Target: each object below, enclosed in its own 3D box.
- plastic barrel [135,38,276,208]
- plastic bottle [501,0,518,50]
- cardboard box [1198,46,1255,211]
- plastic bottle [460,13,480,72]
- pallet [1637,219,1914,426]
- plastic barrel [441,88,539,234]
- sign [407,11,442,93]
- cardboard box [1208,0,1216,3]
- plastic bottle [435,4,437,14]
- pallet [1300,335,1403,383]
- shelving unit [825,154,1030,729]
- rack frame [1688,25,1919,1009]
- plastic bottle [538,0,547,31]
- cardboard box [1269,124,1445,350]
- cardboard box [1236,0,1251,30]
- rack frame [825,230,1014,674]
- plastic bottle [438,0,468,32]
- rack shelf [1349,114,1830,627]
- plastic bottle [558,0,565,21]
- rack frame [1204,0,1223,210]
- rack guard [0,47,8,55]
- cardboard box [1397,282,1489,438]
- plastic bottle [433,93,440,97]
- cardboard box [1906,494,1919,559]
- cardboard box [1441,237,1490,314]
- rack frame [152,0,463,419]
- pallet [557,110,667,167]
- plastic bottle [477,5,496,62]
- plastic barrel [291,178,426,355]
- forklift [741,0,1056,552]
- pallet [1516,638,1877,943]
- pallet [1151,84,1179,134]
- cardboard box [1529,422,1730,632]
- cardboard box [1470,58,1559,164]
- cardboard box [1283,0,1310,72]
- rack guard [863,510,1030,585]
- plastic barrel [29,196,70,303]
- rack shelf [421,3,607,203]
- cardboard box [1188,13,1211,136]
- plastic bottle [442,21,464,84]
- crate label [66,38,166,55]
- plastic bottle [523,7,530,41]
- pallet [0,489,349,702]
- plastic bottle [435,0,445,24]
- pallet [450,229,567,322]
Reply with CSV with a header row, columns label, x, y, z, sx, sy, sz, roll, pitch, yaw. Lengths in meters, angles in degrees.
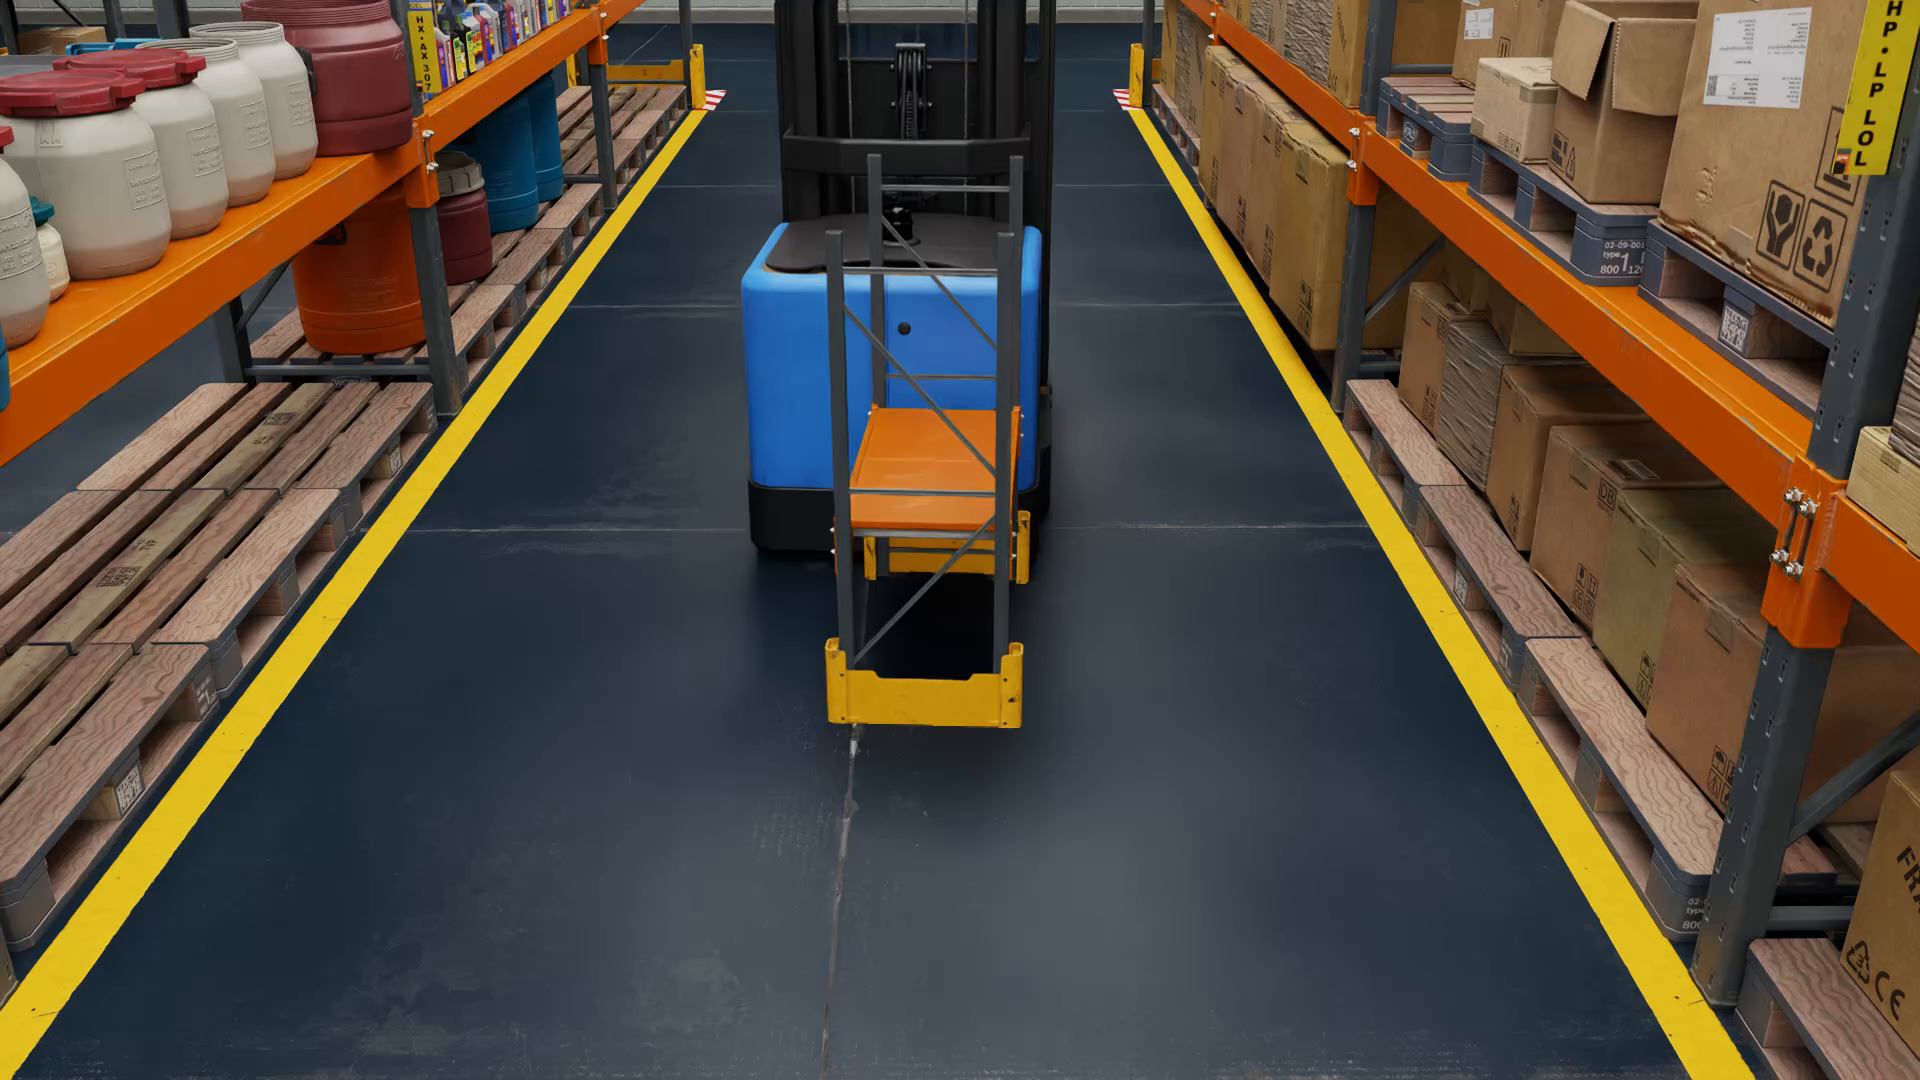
label,x,y,z,sx,sy,sz,roll,pitch,yaw
plastic barrel,-2.531,-1.389,5.546,0.421,0.512,0.421,0,24,0
plastic bottle,-2.415,-2.764,8.864,0.061,0.283,0.133,0,24,-1
cardboard box,2.175,-2.565,10.350,1.225,0.875,0.875,0,24,0
plastic bottle,-2.425,-2.444,8.171,0.097,0.271,0.097,0,24,0
pallet,2.373,-0.537,4.030,1.003,0.211,1.213,0,24,-1
plastic barrel,-2.808,-2.302,9.737,0.600,0.901,0.708,0,24,-1
sign,-2.211,-2.014,6.866,0.100,0.325,0.005,0,24,-1
cardboard box,1.818,-3.615,10.908,0.380,0.149,0.250,0,24,0
plastic bottle,-3.176,-3.183,9.799,0.152,0.276,0.135,0,24,-1
pallet,2.259,-1.012,8.231,1.003,0.211,1.213,0,24,-1
shelving unit,-0.077,-0.344,5.190,0.587,1.500,1.083,1,24,3
rack frame,2.236,-0.309,3.293,1.000,3.000,0.127,0,24,-1
plastic bottle,-2.465,-3.107,9.540,0.144,0.351,0.185,0,24,-1
cardboard box,2.205,-1.465,7.917,1.225,0.875,0.875,-1,24,-3
cardboard box,1.910,-3.253,9.681,0.500,0.500,0.500,0,24,0
rack frame,-0.108,-0.131,4.719,0.500,1.500,0.032,1,24,3
plastic bottle,-2.606,-2.673,8.580,0.144,0.351,0.185,0,24,-1
rack shelf,2.214,-0.805,5.263,1.077,0.370,4.000,0,24,-1
plastic bottle,-2.429,-3.274,9.990,0.061,0.283,0.133,0,24,-1
rack frame,2.148,-3.605,10.581,1.000,3.000,0.127,0,24,-1
rack guard,-7.800,-4.040,14.576,1.175,0.500,0.348,0,24,-1
cardboard box,2.219,-0.742,6.751,0.700,0.500,0.500,-2,24,-3
plastic bottle,-2.417,-2.112,7.521,0.097,0.201,0.097,0,24,0
cardboard box,1.927,-0.001,2.918,0.380,0.149,0.250,0,24,-1
cardboard box,2.229,-1.084,6.597,0.500,0.250,0.500,1,24,2
rack frame,-2.761,-1.935,6.888,1.000,3.000,0.127,0,24,-1
pallet,-2.867,-3.119,12.891,1.003,0.211,1.213,0,24,-1
plastic bottle,-2.429,-2.580,8.470,0.097,0.271,0.097,0,24,0
plastic barrel,-2.783,-1.339,7.694,0.600,0.830,0.708,0,24,-1
forklift,-0.157,-1.847,6.777,1.130,2.935,3.031,1,24,3
pallet,2.226,0.641,4.577,1.003,0.211,1.213,0,24,-1
pallet,2.192,-3.654,14.073,1.003,0.211,1.213,0,24,-1
cardboard box,2.258,-0.051,5.221,0.700,0.500,0.500,-2,24,-5
cardboard box,1.980,-1.388,5.352,0.500,0.250,0.500,-1,24,-2
cardboard box,1.930,-2.624,8.291,0.500,0.500,0.500,-1,24,-2
rack guard,-0.047,0.021,5.900,0.587,0.250,0.087,1,24,3
plastic barrel,-2.578,-0.770,4.479,0.301,0.262,0.301,0,24,0
rack shelf,-2.782,-2.431,8.858,1.077,0.370,4.000,0,24,-1
cardboard box,2.211,-3.472,12.355,0.875,0.875,0.875,0,24,-1
plastic bottle,-2.403,-2.307,7.853,0.061,0.283,0.133,0,24,-1
crate label,-3.020,-1.540,5.973,0.502,0.435,0.616,0,24,-1
plastic bottle,-2.437,-2.870,9.197,0.097,0.201,0.097,0,24,0
pallet,-2.781,0.157,5.647,1.003,0.211,1.213,0,24,-1
plastic bottle,-3.052,-3.157,9.832,0.097,0.201,0.097,0,24,0
pallet,-2.821,-1.490,9.289,1.003,0.211,1.213,0,24,-1
